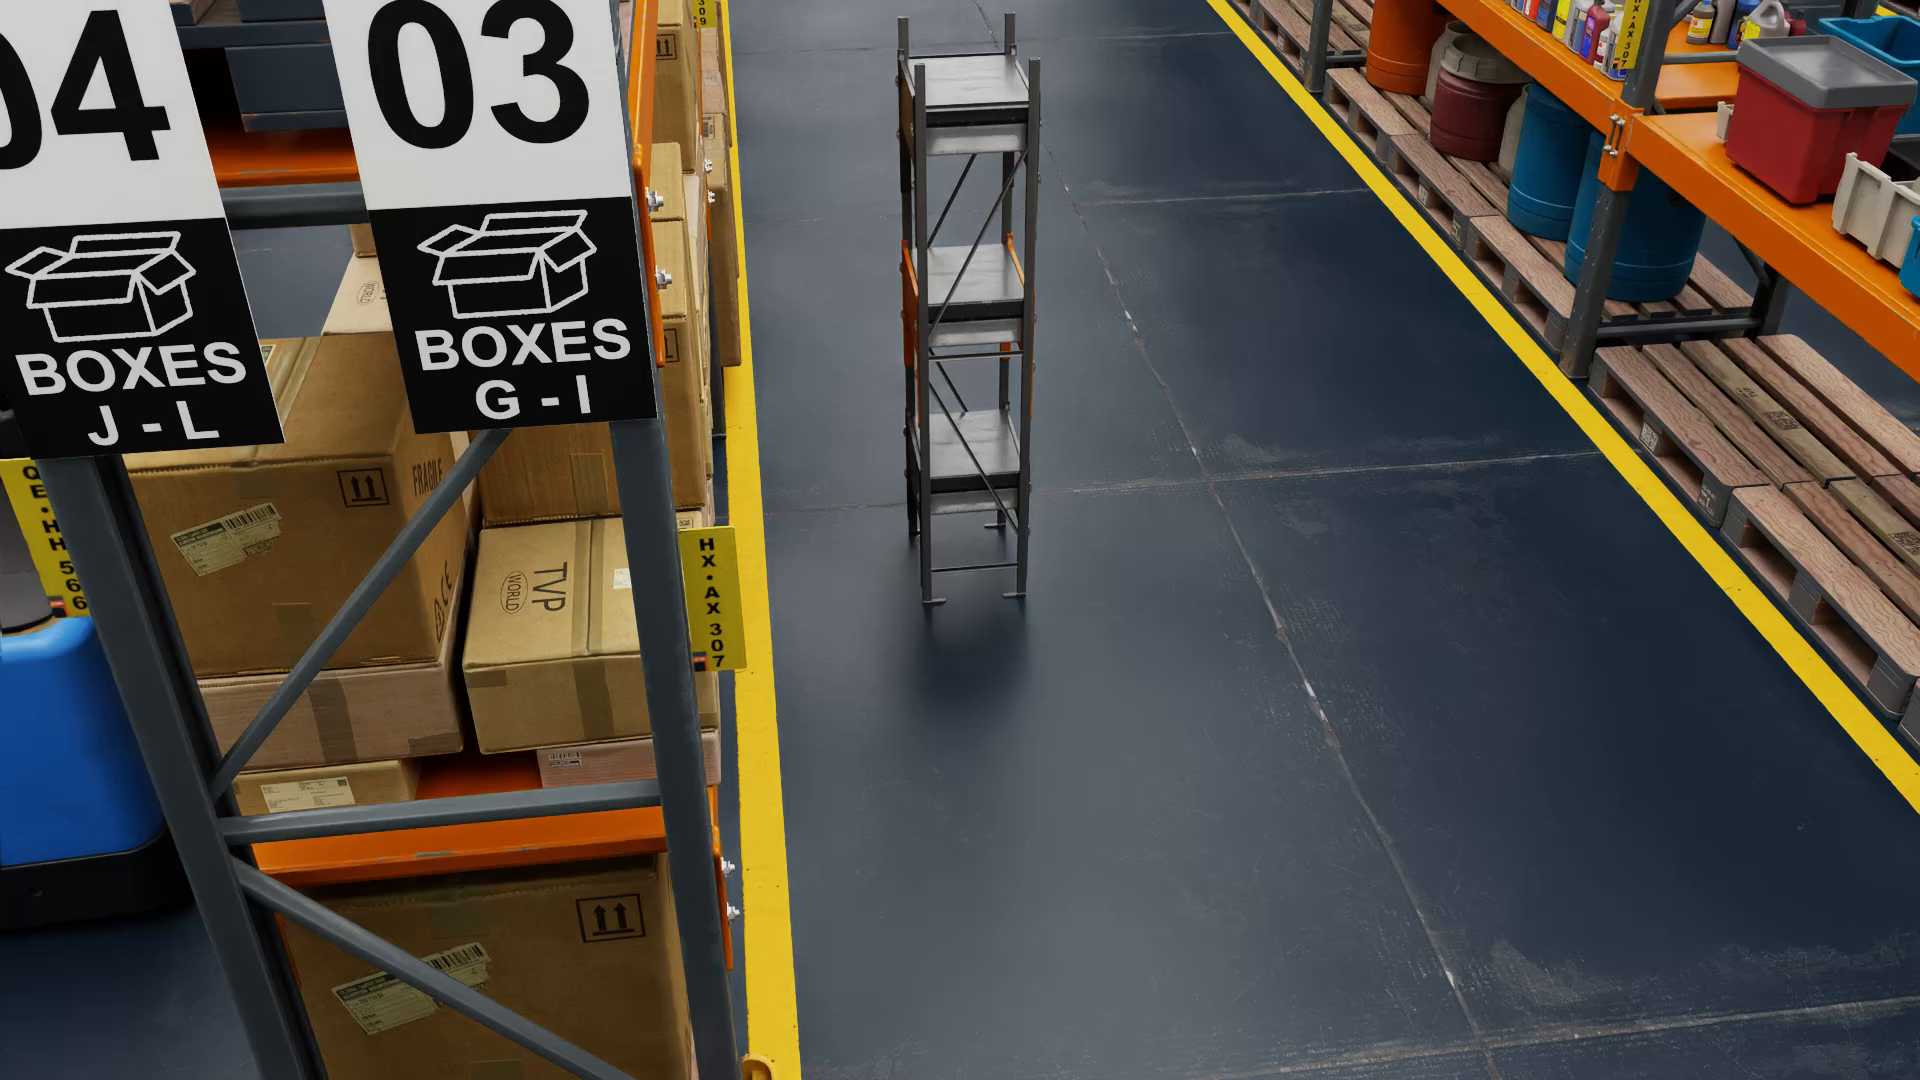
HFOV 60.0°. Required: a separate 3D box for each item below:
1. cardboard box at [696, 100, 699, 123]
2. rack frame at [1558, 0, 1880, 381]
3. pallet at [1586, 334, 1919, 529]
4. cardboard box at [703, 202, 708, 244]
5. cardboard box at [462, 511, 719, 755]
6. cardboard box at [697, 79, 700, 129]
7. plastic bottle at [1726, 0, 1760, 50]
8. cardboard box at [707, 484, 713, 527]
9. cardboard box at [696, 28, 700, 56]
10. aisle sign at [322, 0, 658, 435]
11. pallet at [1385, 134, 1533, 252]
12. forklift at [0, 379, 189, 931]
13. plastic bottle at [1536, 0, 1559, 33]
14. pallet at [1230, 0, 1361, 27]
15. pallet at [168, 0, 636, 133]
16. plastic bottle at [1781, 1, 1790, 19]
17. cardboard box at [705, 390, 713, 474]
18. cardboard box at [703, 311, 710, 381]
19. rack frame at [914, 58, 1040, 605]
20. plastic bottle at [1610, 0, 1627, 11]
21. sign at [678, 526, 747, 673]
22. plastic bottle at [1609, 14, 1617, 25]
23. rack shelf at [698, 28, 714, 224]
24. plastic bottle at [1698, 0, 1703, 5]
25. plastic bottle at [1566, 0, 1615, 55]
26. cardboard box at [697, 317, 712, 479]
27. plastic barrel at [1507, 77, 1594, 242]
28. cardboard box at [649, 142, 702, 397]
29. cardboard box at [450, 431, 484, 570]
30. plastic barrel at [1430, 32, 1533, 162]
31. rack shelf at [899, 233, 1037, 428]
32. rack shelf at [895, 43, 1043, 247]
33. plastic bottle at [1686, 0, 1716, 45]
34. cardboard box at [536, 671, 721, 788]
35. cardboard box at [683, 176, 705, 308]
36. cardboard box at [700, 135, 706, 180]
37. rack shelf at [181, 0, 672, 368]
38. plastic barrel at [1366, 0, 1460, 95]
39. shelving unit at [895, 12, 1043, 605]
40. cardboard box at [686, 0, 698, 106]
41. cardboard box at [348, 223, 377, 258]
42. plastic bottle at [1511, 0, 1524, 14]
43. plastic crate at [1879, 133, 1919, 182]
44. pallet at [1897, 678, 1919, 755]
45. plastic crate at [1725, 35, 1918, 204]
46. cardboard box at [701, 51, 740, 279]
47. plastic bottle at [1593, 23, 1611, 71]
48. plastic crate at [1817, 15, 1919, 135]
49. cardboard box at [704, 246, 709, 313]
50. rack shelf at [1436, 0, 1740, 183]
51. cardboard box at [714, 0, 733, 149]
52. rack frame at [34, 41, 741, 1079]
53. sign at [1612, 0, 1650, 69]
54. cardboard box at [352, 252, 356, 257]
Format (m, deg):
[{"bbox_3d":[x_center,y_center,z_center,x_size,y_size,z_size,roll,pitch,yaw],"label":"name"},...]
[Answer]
[{"bbox_3d":[-1.225,-1.524,6.192,0.500,0.250,0.500,-5,35,-7],"label":"cardboard box"},{"bbox_3d":[3.363,-2.065,7.116,1.000,3.000,0.127,-4,35,-6],"label":"rack frame"},{"bbox_3d":[3.501,-0.505,7.304,1.003,0.211,1.213,-4,35,-6],"label":"pallet"},{"bbox_3d":[-1.110,-1.154,6.002,0.380,0.149,0.250,-5,35,-7],"label":"cardboard box"},{"bbox_3d":[-0.804,0.193,3.672,0.500,0.250,0.500,-5,35,-8],"label":"cardboard box"},{"bbox_3d":[-1.359,-2.007,6.942,0.500,0.500,0.500,-4,35,-6],"label":"cardboard box"},{"bbox_3d":[3.672,-2.440,7.782,0.097,0.271,0.097,0,34,0],"label":"plastic bottle"},{"bbox_3d":[-0.834,-0.008,4.322,0.380,0.149,0.250,-5,35,-7],"label":"cardboard box"},{"bbox_3d":[-1.494,-2.567,7.764,0.500,0.500,0.500,-5,35,-7],"label":"cardboard box"},{"bbox_3d":[-0.700,-0.514,2.533,0.394,0.787,0.004,-4,35,-6],"label":"aisle sign"},{"bbox_3d":[3.133,-2.029,9.539,1.003,0.211,1.213,-4,35,-6],"label":"pallet"},{"bbox_3d":[-3.143,-0.830,5.365,1.130,2.935,3.031,-6,35,-9],"label":"forklift"},{"bbox_3d":[2.890,-2.636,7.998,0.144,0.351,0.185,-4,35,-6],"label":"plastic bottle"},{"bbox_3d":[2.599,-4.259,12.813,1.003,0.211,1.213,-4,35,-6],"label":"pallet"},{"bbox_3d":[-1.117,-1.074,3.077,1.003,0.211,1.213,-4,35,-6],"label":"pallet"},{"bbox_3d":[3.719,-2.328,7.606,0.061,0.283,0.133,-4,35,-6],"label":"plastic bottle"},{"bbox_3d":[-0.903,-0.294,4.741,0.380,0.149,0.250,-5,35,-7],"label":"cardboard box"},{"bbox_3d":[-0.973,-0.581,5.163,0.380,0.149,0.250,-4,34,-6],"label":"cardboard box"},{"bbox_3d":[0.055,-0.639,5.823,0.400,2.100,0.015,-4,35,-6],"label":"rack frame"},{"bbox_3d":[3.058,-2.544,7.863,0.144,0.351,0.185,-4,35,-6],"label":"plastic bottle"},{"bbox_3d":[-0.456,0.113,3.081,0.100,0.325,0.005,-4,35,-6],"label":"sign"},{"bbox_3d":[2.989,-2.320,7.667,0.097,0.201,0.097,0,34,0],"label":"plastic bottle"},{"bbox_3d":[-1.814,-2.509,8.406,1.077,0.370,4.000,-4,35,-6],"label":"rack shelf"},{"bbox_3d":[3.628,-2.595,8.071,0.097,0.201,0.097,0,34,0],"label":"plastic bottle"},{"bbox_3d":[2.941,-2.413,7.737,0.152,0.276,0.135,-4,35,-6],"label":"plastic bottle"},{"bbox_3d":[-0.944,-0.377,4.509,0.500,0.250,0.500,-5,35,-8],"label":"cardboard box"},{"bbox_3d":[3.212,-2.071,8.616,0.600,0.901,0.708,-4,35,-6],"label":"plastic barrel"},{"bbox_3d":[-0.947,-0.684,4.294,0.500,0.500,0.500,-5,35,-8],"label":"cardboard box"},{"bbox_3d":[-1.403,-0.052,4.032,0.500,0.250,0.500,-5,35,-7],"label":"cardboard box"},{"bbox_3d":[3.060,-2.572,9.629,0.600,0.588,0.708,-4,35,-6],"label":"plastic barrel"},{"bbox_3d":[0.022,-0.764,6.031,0.431,0.518,0.480,-4,35,-6],"label":"rack shelf"},{"bbox_3d":[0.022,-1.342,5.637,0.431,0.518,0.480,-4,35,-6],"label":"rack shelf"},{"bbox_3d":[3.508,-2.454,7.864,0.097,0.201,0.097,0,34,0],"label":"plastic bottle"},{"bbox_3d":[-0.728,0.423,3.689,0.380,0.149,0.250,-4,34,-6],"label":"cardboard box"},{"bbox_3d":[-1.084,-0.951,5.351,0.500,0.250,0.500,-4,34,-5],"label":"cardboard box"},{"bbox_3d":[-1.179,-1.441,6.423,0.380,0.149,0.250,-4,34,-6],"label":"cardboard box"},{"bbox_3d":[-1.276,-1.516,4.286,1.077,0.370,4.000,-4,35,-6],"label":"rack shelf"},{"bbox_3d":[2.908,-3.302,10.486,0.600,0.830,0.708,-4,35,-6],"label":"plastic barrel"},{"bbox_3d":[0.022,-0.775,6.023,0.431,2.100,0.503,-4,35,-6],"label":"shelving unit"},{"bbox_3d":[-1.218,-1.824,5.967,0.500,0.500,0.500,-3,34,-5],"label":"cardboard box"},{"bbox_3d":[-1.601,-1.209,5.063,0.500,0.500,0.500,-5,35,-8],"label":"cardboard box"},{"bbox_3d":[2.855,-2.769,8.260,0.152,0.276,0.135,-4,35,-6],"label":"plastic bottle"},{"bbox_3d":[3.780,-1.372,6.290,0.437,0.125,0.590,-4,35,-6],"label":"plastic crate"},{"bbox_3d":[3.829,0.856,5.306,1.003,0.211,1.213,-4,35,-6],"label":"pallet"},{"bbox_3d":[3.235,-1.599,6.323,0.402,0.464,0.583,-4,35,-6],"label":"plastic crate"},{"bbox_3d":[-1.772,-1.840,8.300,1.225,0.875,0.875,-6,35,-8],"label":"cardboard box"},{"bbox_3d":[2.947,-2.241,7.551,0.097,0.201,0.097,0,34,0],"label":"plastic bottle"},{"bbox_3d":[3.764,-1.848,6.760,0.392,0.384,0.575,-4,35,-6],"label":"plastic crate"},{"bbox_3d":[-1.040,-0.866,5.581,0.380,0.149,0.250,-4,34,-5],"label":"cardboard box"},{"bbox_3d":[3.094,-2.884,8.957,1.077,0.370,4.000,-4,35,-6],"label":"rack shelf"},{"bbox_3d":[-2.011,-2.831,9.754,1.225,0.875,0.875,-6,35,-9],"label":"cardboard box"},{"bbox_3d":[-1.007,0.542,3.291,1.000,3.000,0.127,-4,35,-6],"label":"rack frame"},{"bbox_3d":[2.818,-2.139,6.979,0.100,0.325,0.005,-4,35,-6],"label":"sign"},{"bbox_3d":[-1.604,-0.902,5.279,0.500,0.250,0.500,-4,34,-5],"label":"cardboard box"}]
